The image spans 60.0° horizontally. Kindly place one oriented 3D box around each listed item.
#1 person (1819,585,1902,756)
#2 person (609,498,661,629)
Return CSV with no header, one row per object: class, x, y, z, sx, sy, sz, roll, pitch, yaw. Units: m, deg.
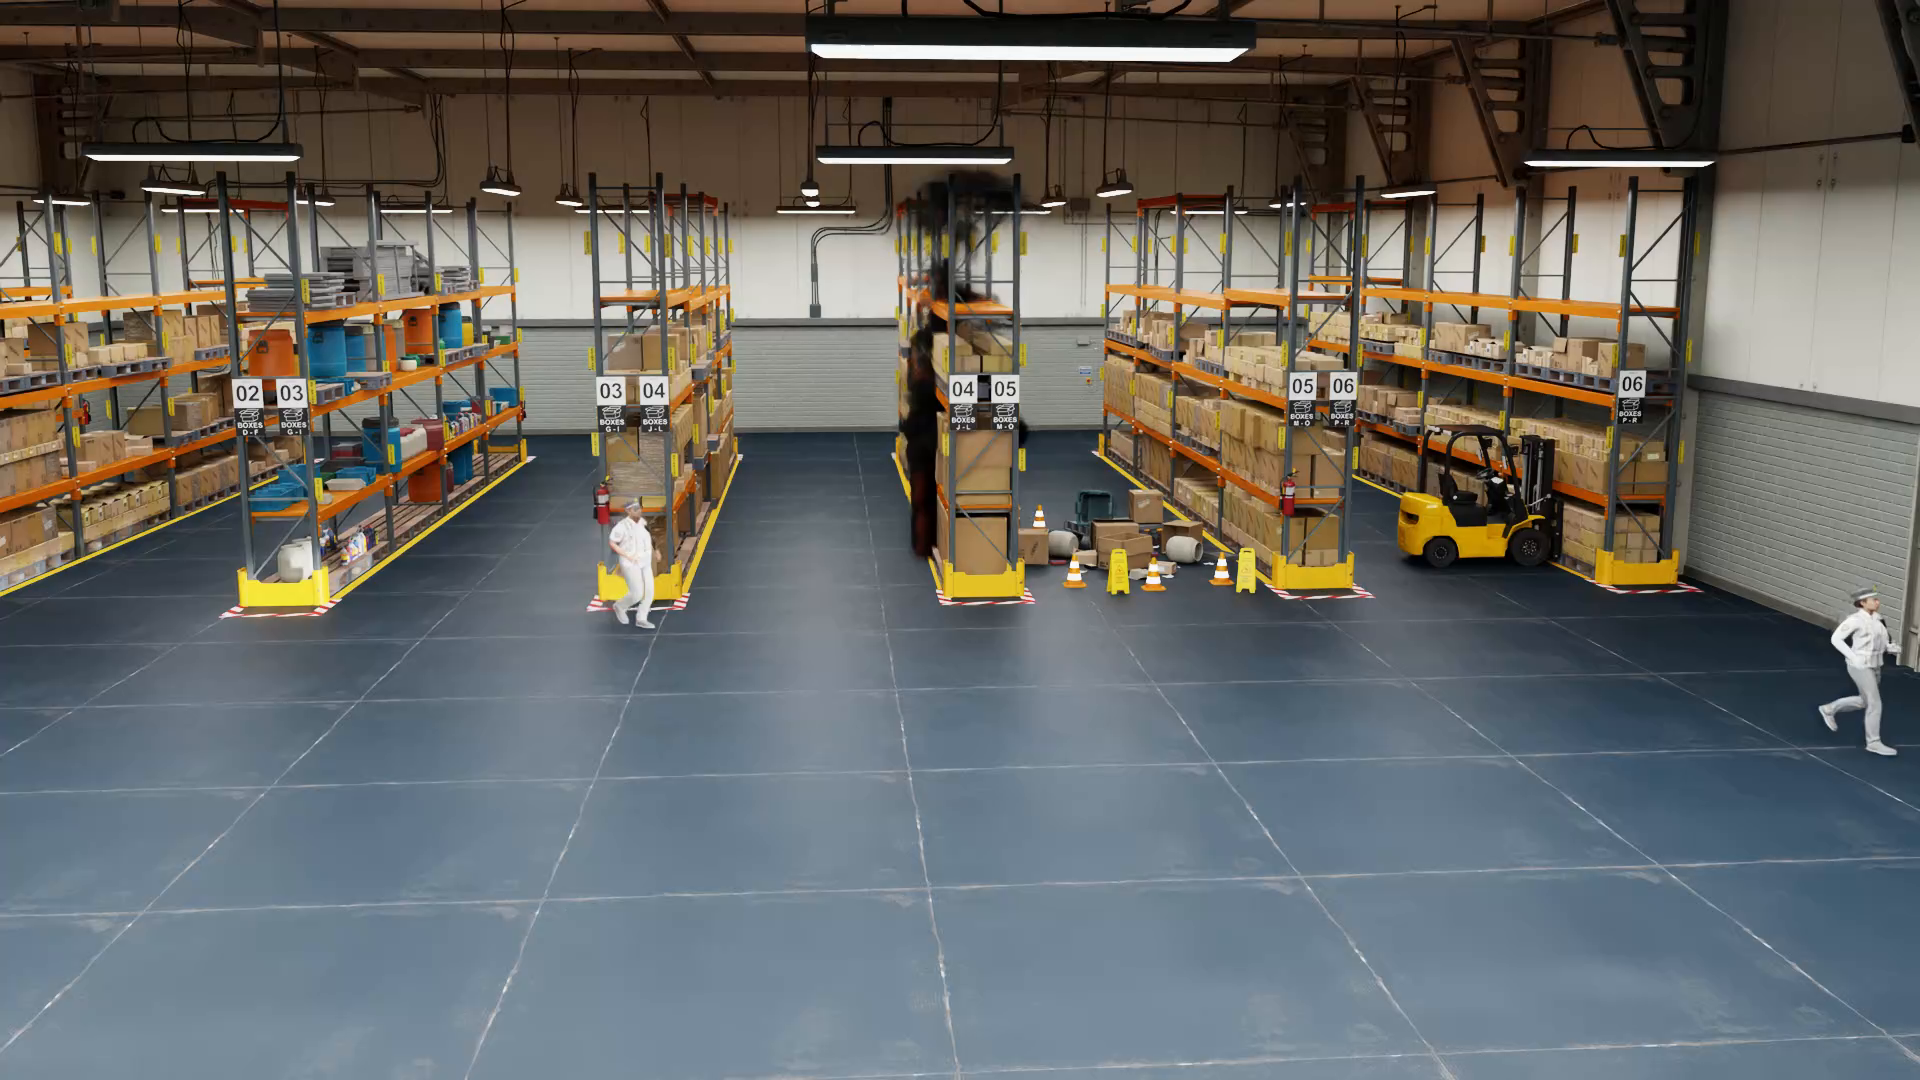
person,9.057,1.264,16.689,0.625,1.667,0.843,-7,12,-33
person,-4.314,0.297,22.009,0.623,1.746,0.689,7,12,34
